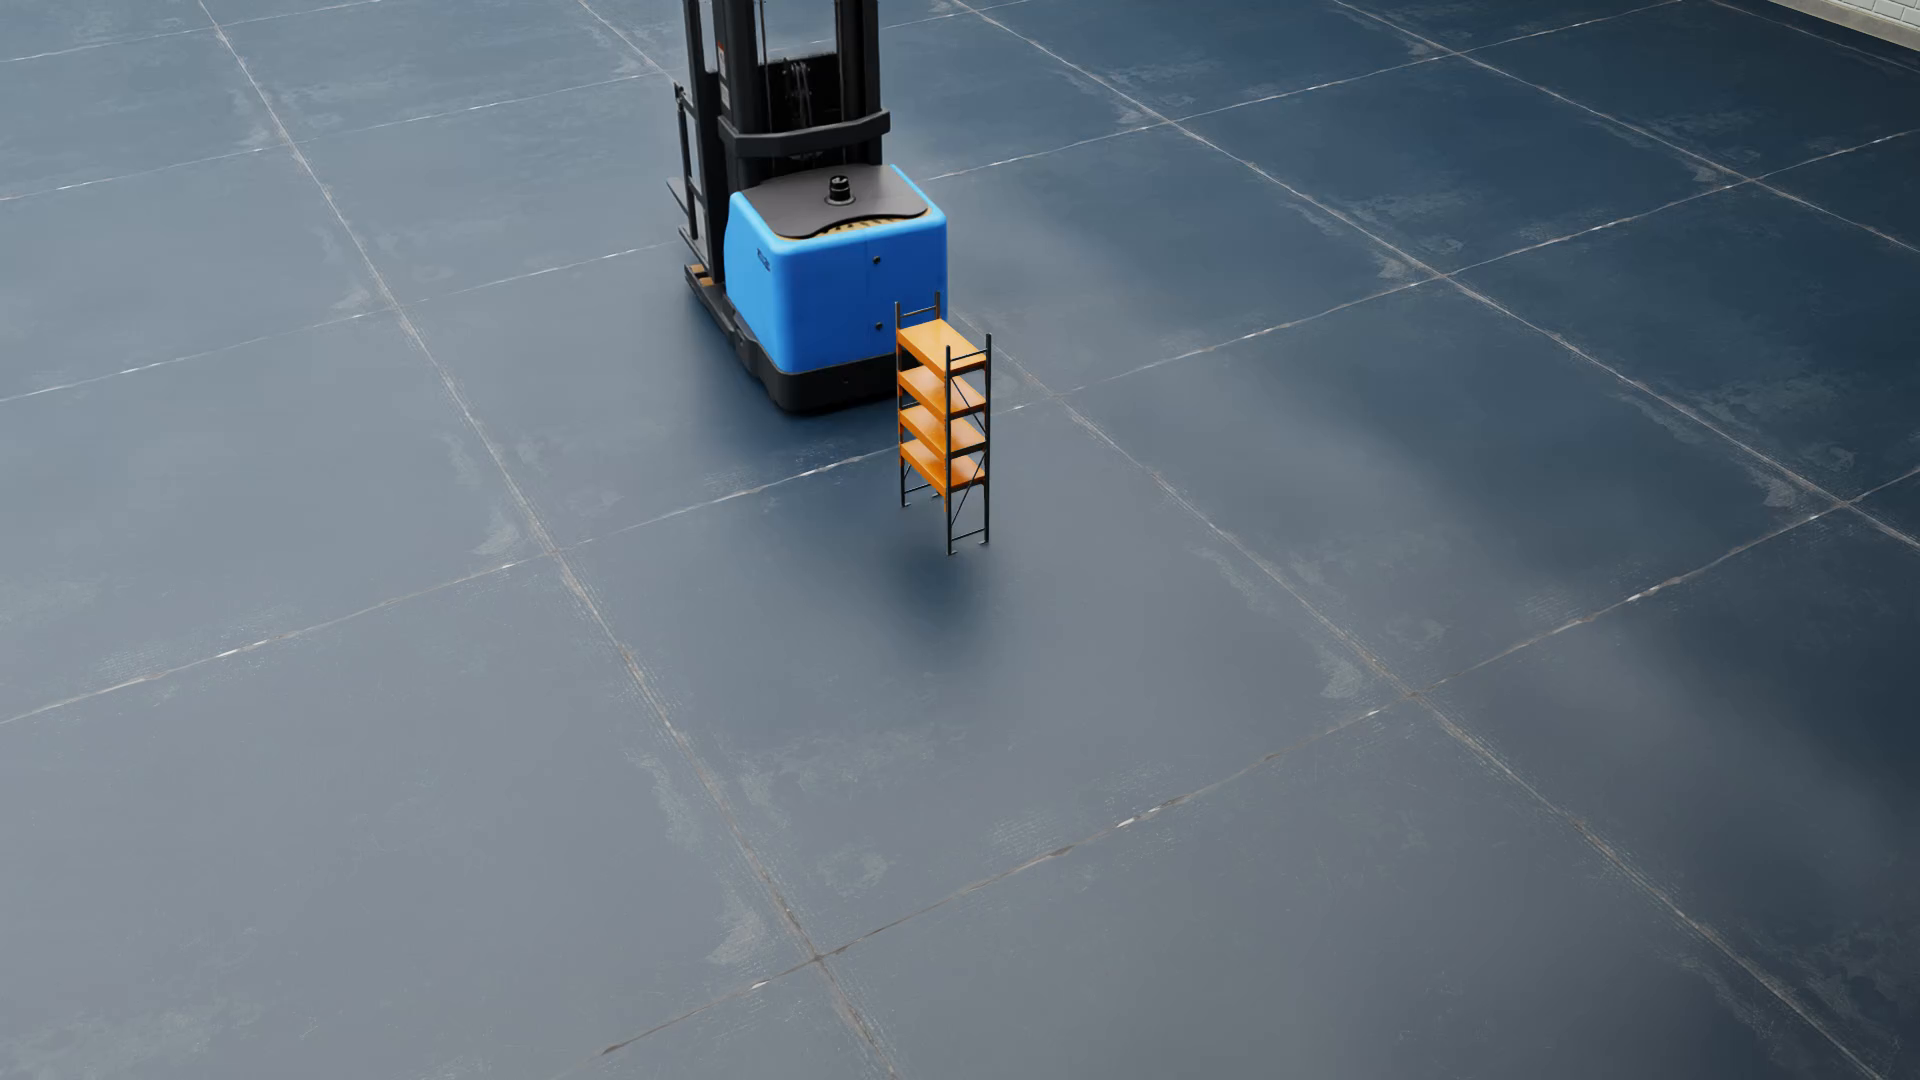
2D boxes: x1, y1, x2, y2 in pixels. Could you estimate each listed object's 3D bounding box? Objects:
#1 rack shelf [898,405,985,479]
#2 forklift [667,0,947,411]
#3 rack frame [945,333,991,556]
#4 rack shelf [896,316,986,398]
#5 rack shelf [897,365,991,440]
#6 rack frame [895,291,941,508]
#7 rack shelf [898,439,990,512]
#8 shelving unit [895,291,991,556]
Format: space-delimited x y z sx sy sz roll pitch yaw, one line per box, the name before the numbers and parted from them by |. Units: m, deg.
rack shelf | -0.083 -0.515 8.279 0.258 0.148 0.480 -19 40 -24
forklift | -1.113 -2.772 9.788 1.130 2.935 3.031 -15 39 -19
rack frame | 0.039 -0.445 8.069 0.240 1.200 0.015 -19 40 -24
rack shelf | -0.083 -0.886 8.007 0.258 0.148 0.480 -19 40 -24
rack shelf | -0.083 -0.695 8.147 0.258 0.148 0.480 -19 40 -24
rack frame | -0.206 -0.693 8.409 0.240 1.200 0.015 -19 40 -24
rack shelf | -0.083 -0.354 8.396 0.258 0.148 0.480 -19 40 -24
shelving unit | -0.083 -0.569 8.239 0.258 1.200 0.503 -19 40 -24
